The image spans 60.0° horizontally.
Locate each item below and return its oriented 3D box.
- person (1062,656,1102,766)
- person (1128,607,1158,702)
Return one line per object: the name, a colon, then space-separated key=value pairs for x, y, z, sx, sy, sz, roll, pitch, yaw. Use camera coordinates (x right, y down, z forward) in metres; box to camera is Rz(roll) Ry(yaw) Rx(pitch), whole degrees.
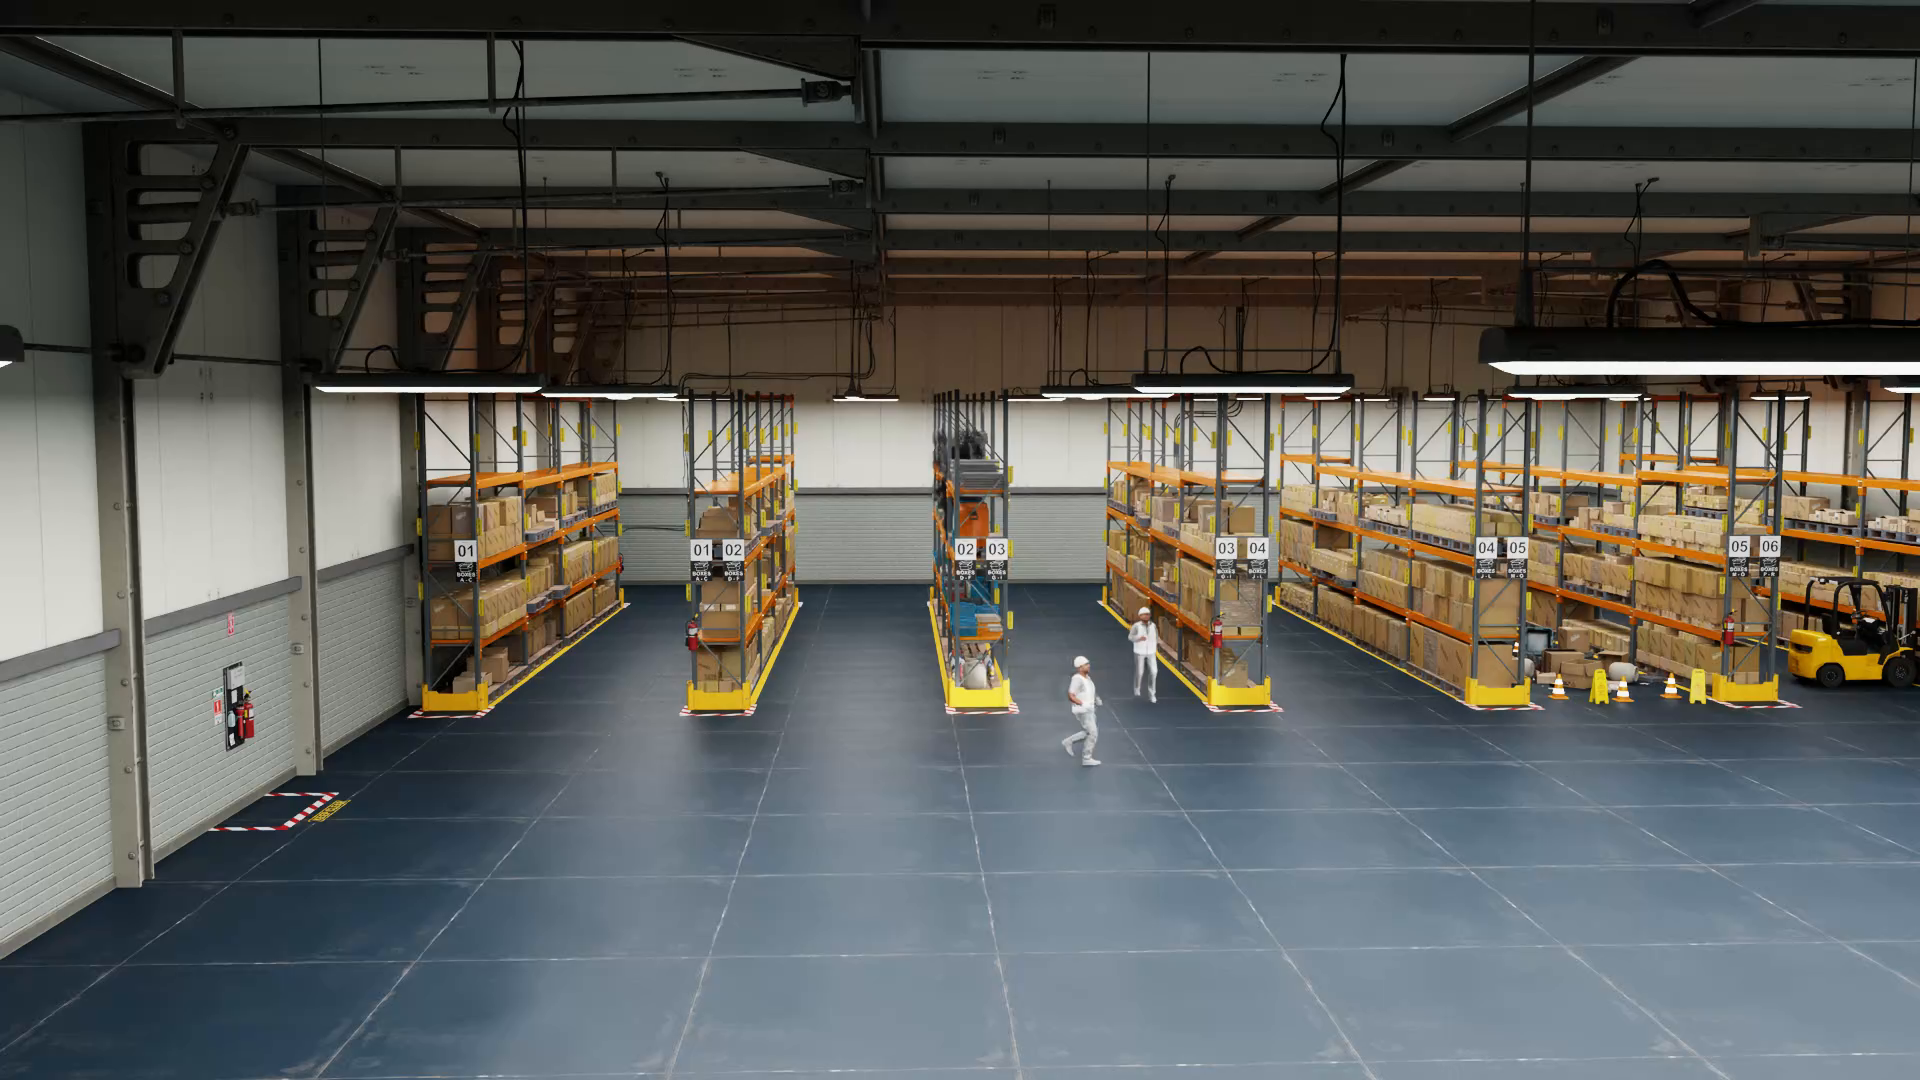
person: x=1.918 y=2.706 z=26.372 sx=0.667 sy=1.735 sz=0.685 roll=2 pitch=5 yaw=18
person: x=3.570 y=2.227 z=32.190 sx=0.657 sy=1.858 sz=0.677 roll=-1 pitch=5 yaw=-9
